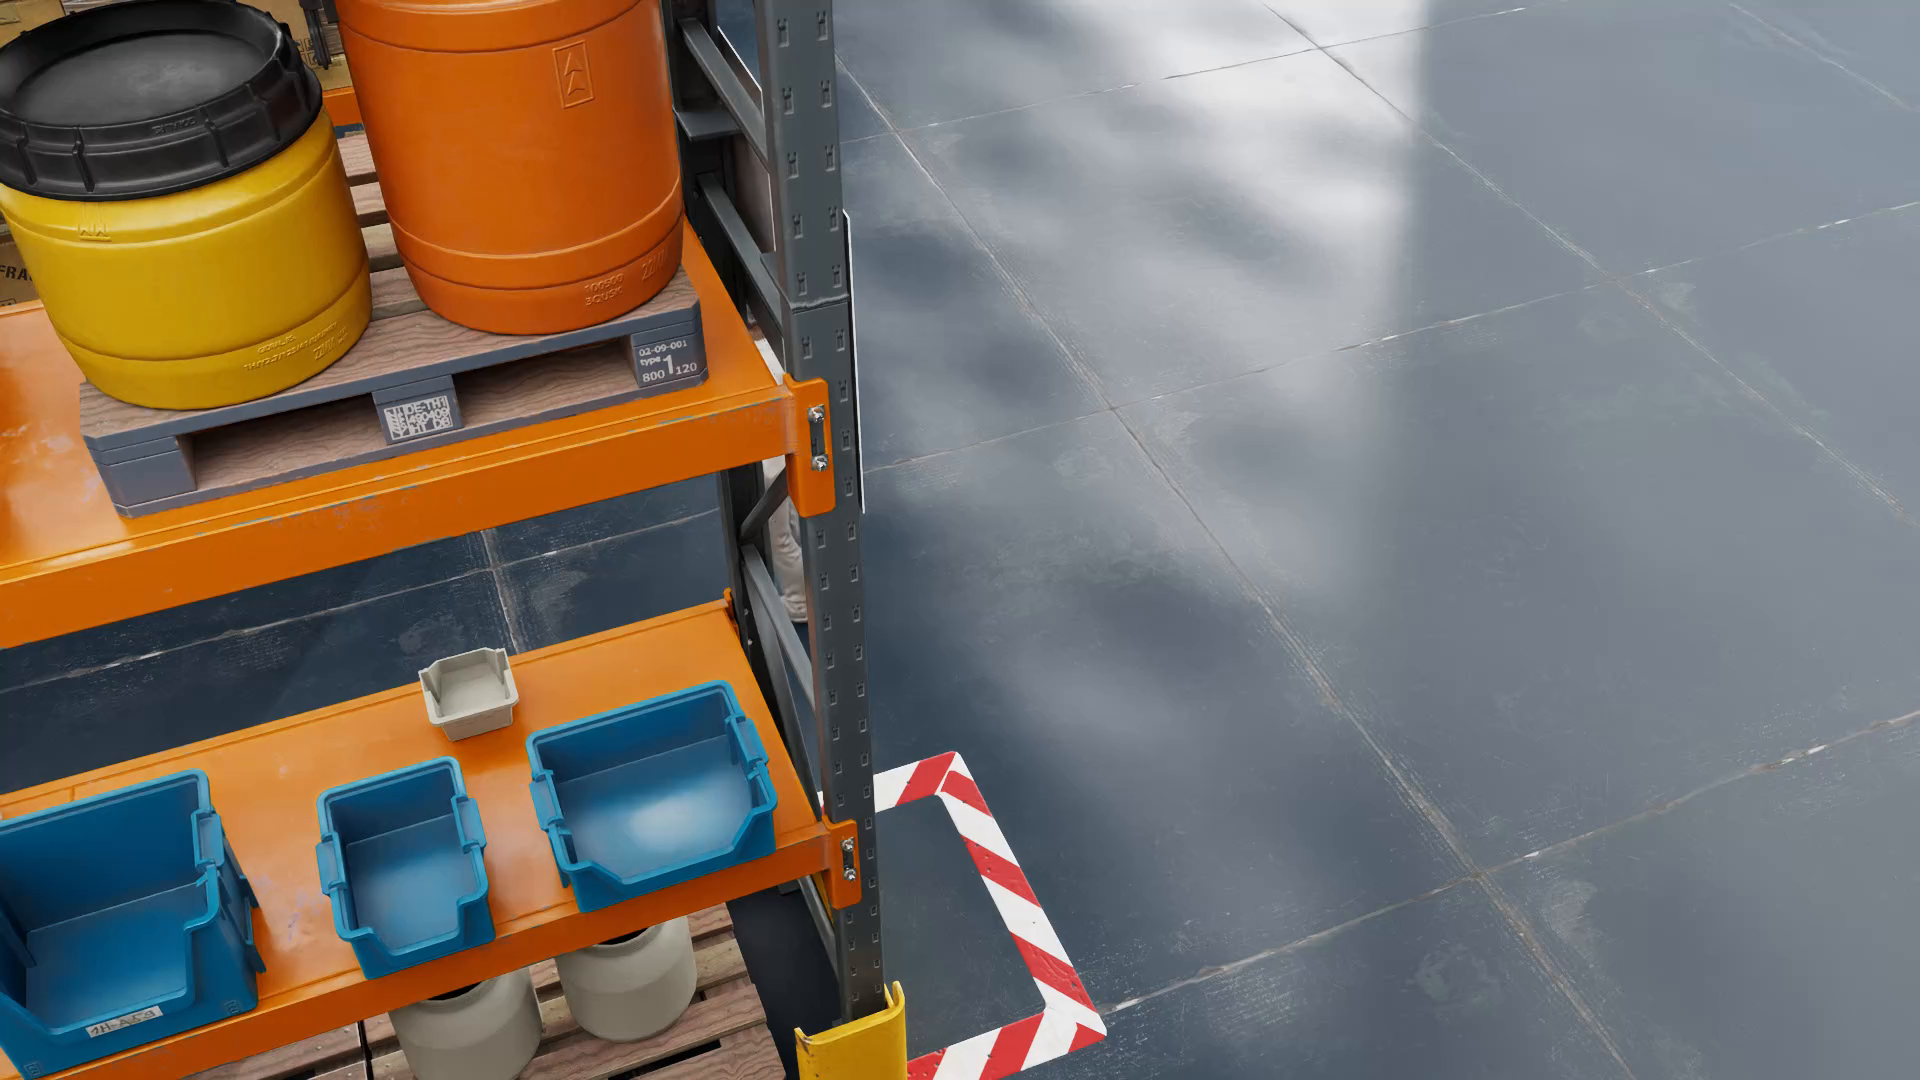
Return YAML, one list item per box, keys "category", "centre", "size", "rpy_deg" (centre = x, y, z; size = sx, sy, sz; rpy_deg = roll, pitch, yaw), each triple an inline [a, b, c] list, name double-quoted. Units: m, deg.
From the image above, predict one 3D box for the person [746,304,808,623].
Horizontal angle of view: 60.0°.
- category: "person"
  centre: [-0.719, -0.338, 6.506]
  size: [0.424, 1.661, 0.637]
  rpy_deg: [7, 42, 7]
